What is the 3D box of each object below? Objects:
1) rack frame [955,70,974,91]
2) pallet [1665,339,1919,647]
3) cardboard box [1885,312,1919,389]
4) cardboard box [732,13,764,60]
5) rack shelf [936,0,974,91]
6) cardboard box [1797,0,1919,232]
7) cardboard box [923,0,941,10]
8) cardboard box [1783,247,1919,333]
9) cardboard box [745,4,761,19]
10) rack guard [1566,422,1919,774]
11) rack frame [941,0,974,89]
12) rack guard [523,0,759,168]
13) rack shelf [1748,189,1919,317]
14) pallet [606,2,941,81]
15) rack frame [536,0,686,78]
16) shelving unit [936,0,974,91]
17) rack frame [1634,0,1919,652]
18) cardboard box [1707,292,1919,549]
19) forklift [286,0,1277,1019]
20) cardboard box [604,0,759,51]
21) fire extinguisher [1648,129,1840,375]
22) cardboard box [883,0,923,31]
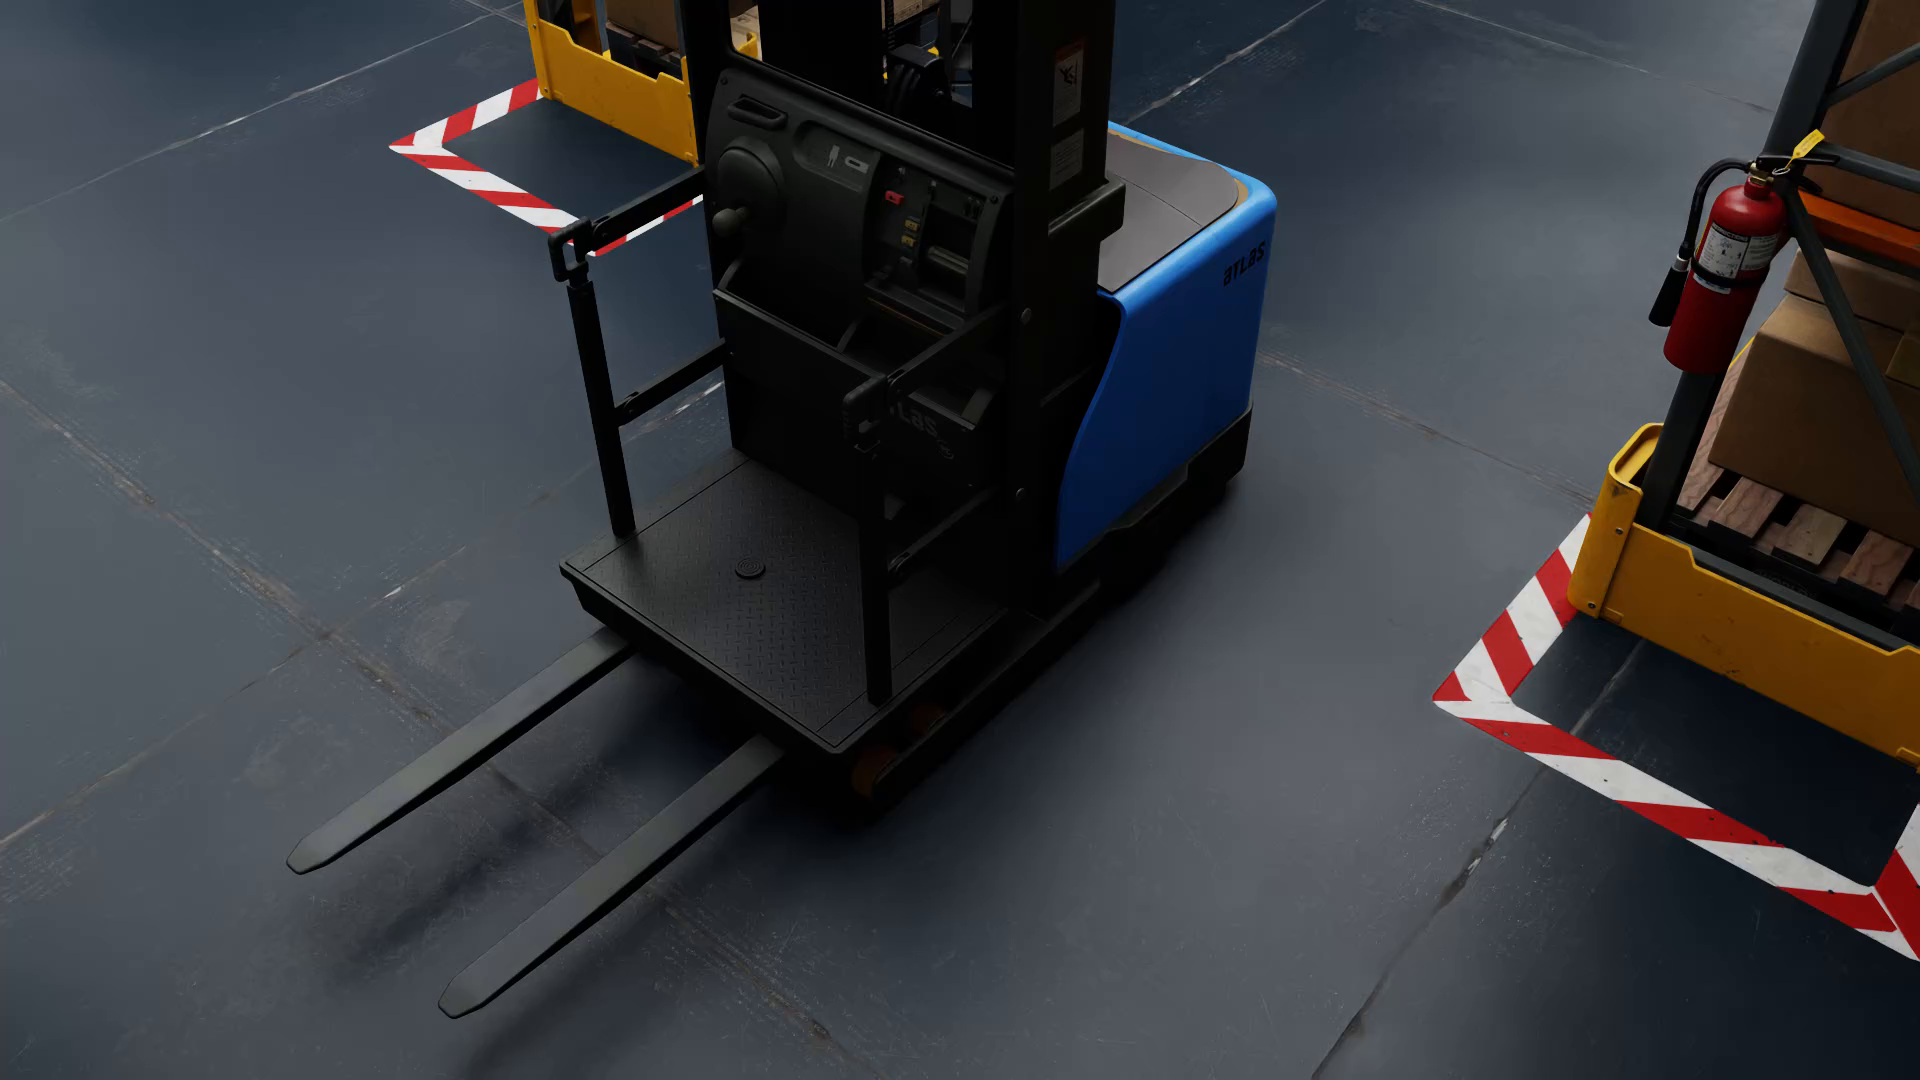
[{"bbox_3d":[0.152,-1.776,5.640,0.400,2.100,0.015,1,42,1],"label":"rack frame"},{"bbox_3d":[2.845,-0.189,5.301,1.003,0.211,1.213,29,50,28],"label":"pallet"},{"bbox_3d":[2.837,-0.498,4.632,0.380,0.149,0.250,30,50,29],"label":"cardboard box"},{"bbox_3d":[-0.871,-2.092,7.114,0.380,0.149,0.250,29,50,28],"label":"cardboard box"},{"bbox_3d":[0.147,-1.601,5.470,0.431,0.518,0.480,1,42,1],"label":"rack shelf"},{"bbox_3d":[2.711,-1.153,4.065,0.980,0.700,0.700,32,51,30],"label":"cardboard box"},{"bbox_3d":[-0.193,-2.735,7.745,0.500,0.250,0.500,29,50,28],"label":"cardboard box"},{"bbox_3d":[2.707,-0.794,4.957,0.380,0.149,0.250,29,50,28],"label":"cardboard box"},{"bbox_3d":[-0.710,-2.228,7.249,0.380,0.166,0.250,29,50,28],"label":"cardboard box"},{"bbox_3d":[2.375,0.162,4.700,1.175,0.500,0.348,29,50,28],"label":"rack guard"},{"bbox_3d":[0.141,-1.447,5.280,0.400,2.100,0.015,1,42,1],"label":"rack frame"},{"bbox_3d":[-1.355,-2.032,7.113,1.175,0.500,0.348,29,50,28],"label":"rack guard"},{"bbox_3d":[3.678,-1.538,5.247,1.077,0.370,4.000,29,50,28],"label":"rack shelf"},{"bbox_3d":[-0.842,-2.336,7.662,1.003,0.211,1.213,29,50,28],"label":"pallet"},{"bbox_3d":[-1.404,-2.918,6.229,1.000,3.000,0.127,29,50,28],"label":"rack frame"},{"bbox_3d":[0.147,-1.611,5.460,0.431,2.100,0.503,1,42,1],"label":"shelving unit"},{"bbox_3d":[2.390,-0.775,3.872,1.000,3.000,0.127,29,50,28],"label":"rack frame"},{"bbox_3d":[2.764,-0.409,5.016,0.700,0.500,0.500,29,50,28],"label":"cardboard box"},{"bbox_3d":[-0.410,-0.762,3.910,1.130,2.935,3.031,30,50,29],"label":"forklift"},{"bbox_3d":[-1.242,-2.542,7.347,0.500,0.500,0.500,29,50,28],"label":"cardboard box"},{"bbox_3d":[1.940,-0.730,4.158,0.296,0.674,0.183,29,50,28],"label":"fire extinguisher"},{"bbox_3d":[-0.515,-2.478,7.462,0.500,0.250,0.500,29,50,28],"label":"cardboard box"}]
